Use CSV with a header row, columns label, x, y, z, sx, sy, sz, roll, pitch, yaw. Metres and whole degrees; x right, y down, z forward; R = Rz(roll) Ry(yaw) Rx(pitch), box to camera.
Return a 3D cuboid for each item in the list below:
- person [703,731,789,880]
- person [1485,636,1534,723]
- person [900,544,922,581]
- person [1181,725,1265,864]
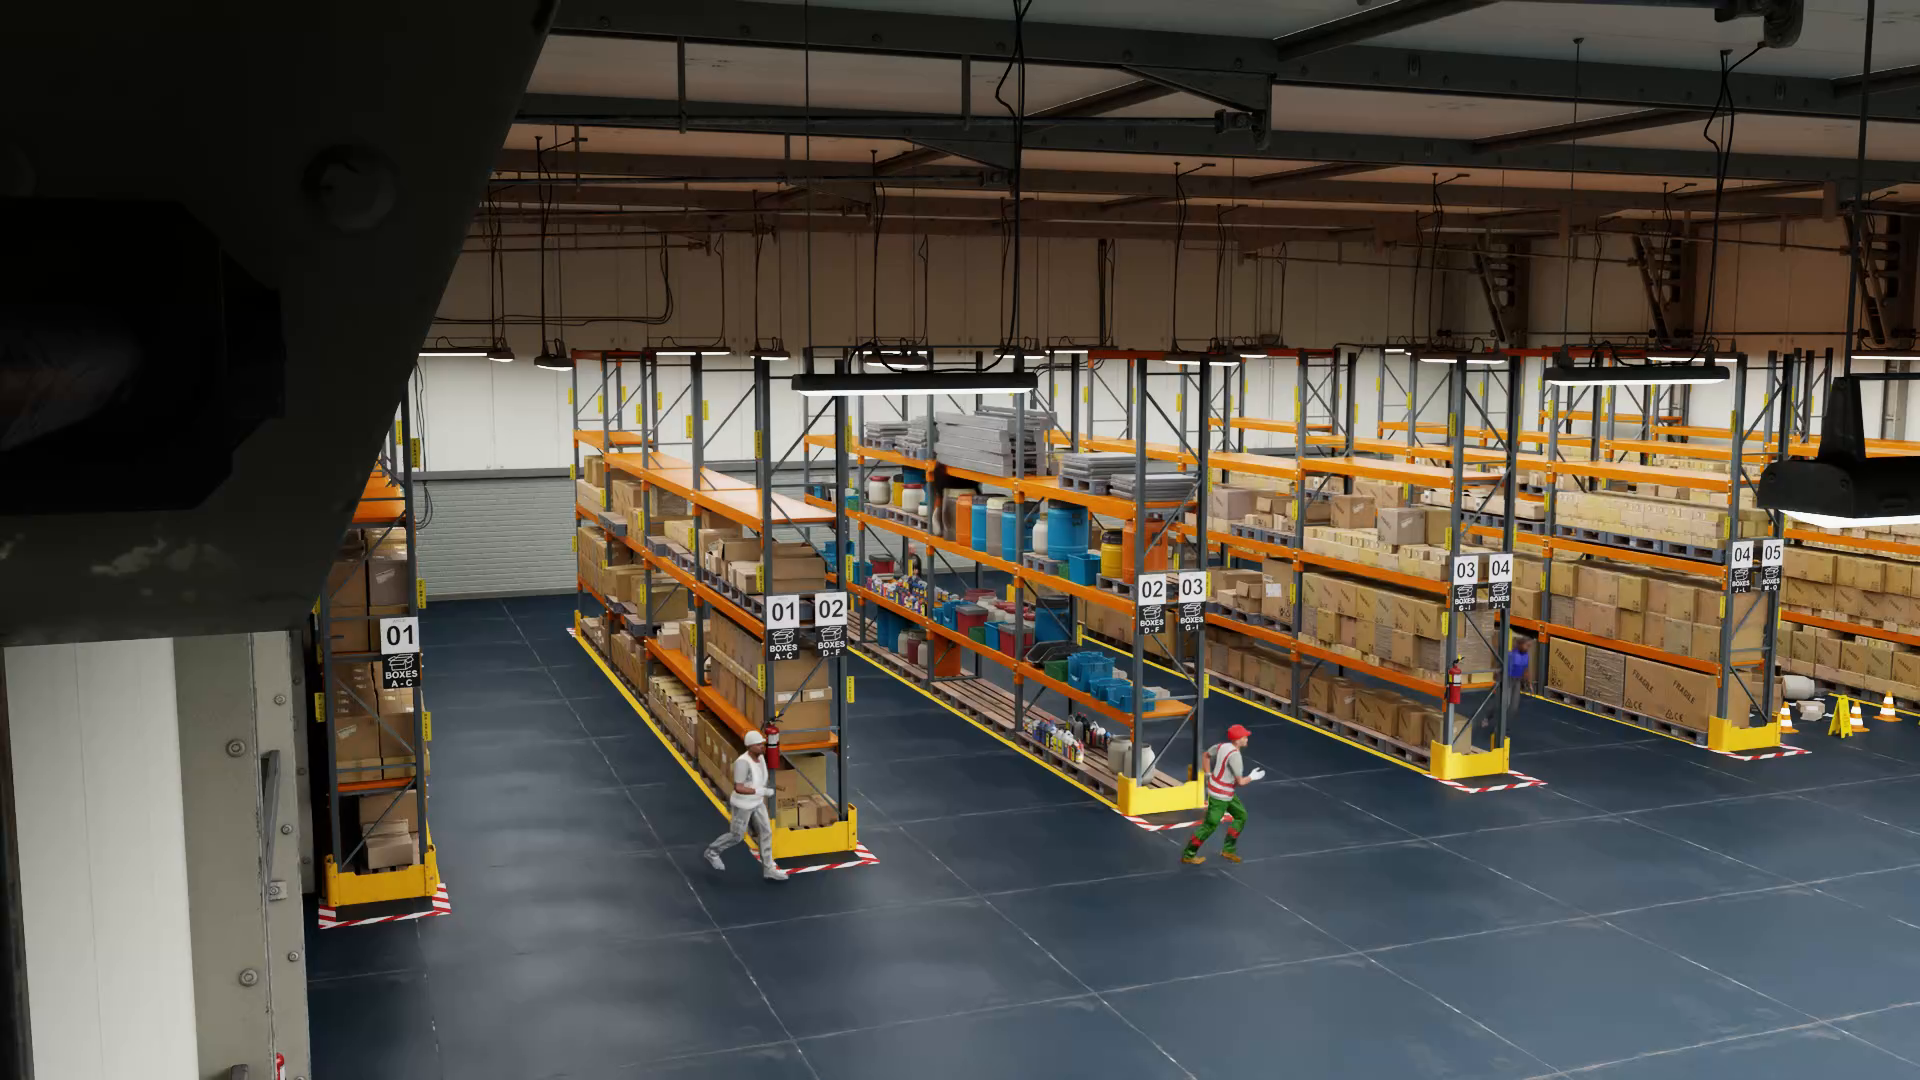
label,x,y,z,sx,sy,sz,roll,pitch,yaw
person,-2.502,3.053,19.242,1.041,1.755,0.660,3,8,25
person,8.734,2.243,26.341,0.633,1.510,0.551,-3,8,-26
person,-1.051,0.961,36.400,0.626,1.774,0.832,-4,8,-27
person,3.108,3.021,19.662,0.972,1.723,0.620,0,7,3
